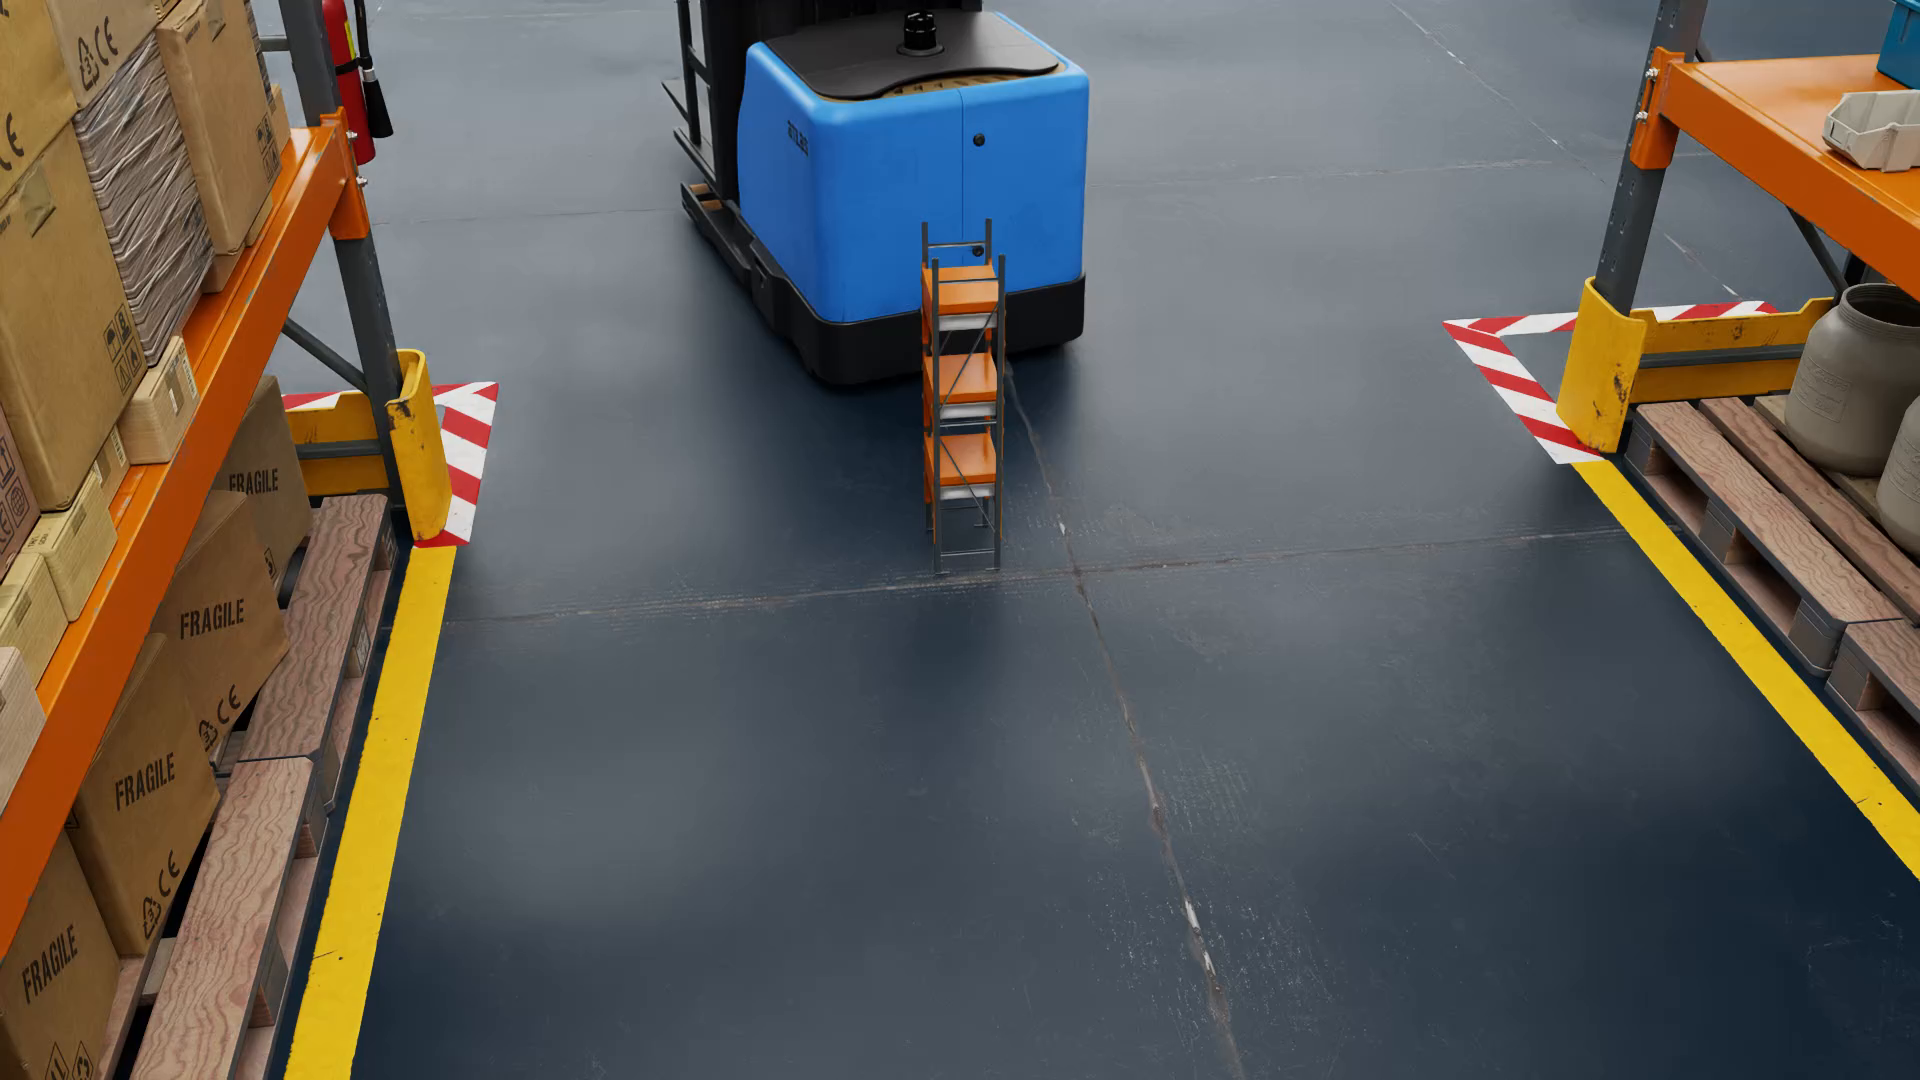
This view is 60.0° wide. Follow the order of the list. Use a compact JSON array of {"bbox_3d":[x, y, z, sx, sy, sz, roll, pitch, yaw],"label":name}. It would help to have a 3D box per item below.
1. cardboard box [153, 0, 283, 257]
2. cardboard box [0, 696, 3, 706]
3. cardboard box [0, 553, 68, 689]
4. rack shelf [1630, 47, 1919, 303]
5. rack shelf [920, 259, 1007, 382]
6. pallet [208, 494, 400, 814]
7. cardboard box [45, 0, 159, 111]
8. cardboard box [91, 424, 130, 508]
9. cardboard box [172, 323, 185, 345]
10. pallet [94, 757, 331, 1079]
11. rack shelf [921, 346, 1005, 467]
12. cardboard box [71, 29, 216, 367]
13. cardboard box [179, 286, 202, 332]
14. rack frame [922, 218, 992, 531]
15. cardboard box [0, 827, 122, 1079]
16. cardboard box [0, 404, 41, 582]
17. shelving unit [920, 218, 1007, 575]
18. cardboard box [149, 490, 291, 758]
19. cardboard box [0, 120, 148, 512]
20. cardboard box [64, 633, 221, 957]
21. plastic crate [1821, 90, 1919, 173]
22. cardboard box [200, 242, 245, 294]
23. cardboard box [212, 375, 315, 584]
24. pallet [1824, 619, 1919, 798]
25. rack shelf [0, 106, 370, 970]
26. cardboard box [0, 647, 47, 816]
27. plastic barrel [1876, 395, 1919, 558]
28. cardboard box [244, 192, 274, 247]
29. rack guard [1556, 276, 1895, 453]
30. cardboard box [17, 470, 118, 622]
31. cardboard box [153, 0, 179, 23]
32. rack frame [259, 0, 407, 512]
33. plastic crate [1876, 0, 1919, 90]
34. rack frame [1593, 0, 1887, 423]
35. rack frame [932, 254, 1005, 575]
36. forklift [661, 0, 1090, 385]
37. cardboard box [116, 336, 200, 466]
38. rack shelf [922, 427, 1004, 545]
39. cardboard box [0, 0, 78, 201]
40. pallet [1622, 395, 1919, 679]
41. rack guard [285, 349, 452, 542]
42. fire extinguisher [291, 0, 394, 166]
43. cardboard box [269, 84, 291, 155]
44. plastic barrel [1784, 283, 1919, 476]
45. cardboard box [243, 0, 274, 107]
[{"bbox_3d":[-2.017,-0.921,3.585,0.875,0.500,0.500,-4,35,-6],"label":"cardboard box"},{"bbox_3d":[-1.743,0.195,1.948,0.875,0.500,0.500,-4,35,-6],"label":"cardboard box"},{"bbox_3d":[-1.635,0.162,2.572,0.380,0.149,0.250,-4,35,-6],"label":"cardboard box"},{"bbox_3d":[2.927,-0.298,3.662,1.077,0.370,4.000,-4,35,-6],"label":"rack shelf"},{"bbox_3d":[0.007,-0.630,4.757,0.215,0.259,0.240,-4,35,-6],"label":"rack shelf"},{"bbox_3d":[-2.165,0.315,4.600,1.003,0.211,1.213,-4,35,-6],"label":"pallet"},{"bbox_3d":[-1.793,-1.067,2.912,0.500,0.500,0.500,-4,35,-6],"label":"cardboard box"},{"bbox_3d":[-1.736,-0.115,2.978,0.380,0.149,0.250,-4,35,-6],"label":"cardboard box"},{"bbox_3d":[-1.822,-0.392,3.385,0.380,0.149,0.250,-4,35,-6],"label":"cardboard box"},{"bbox_3d":[-2.004,0.994,3.604,1.003,0.211,1.213,-4,35,-6],"label":"pallet"},{"bbox_3d":[0.007,-0.395,4.916,0.215,0.259,0.240,-4,35,-6],"label":"rack shelf"},{"bbox_3d":[-1.992,-0.639,3.171,0.875,0.500,0.500,-4,35,-6],"label":"cardboard box"},{"bbox_3d":[-1.878,-0.530,3.587,0.380,0.149,0.250,-4,35,-6],"label":"cardboard box"},{"bbox_3d":[-0.009,-0.472,5.010,0.200,1.050,0.008,-4,35,-6],"label":"rack frame"},{"bbox_3d":[-1.972,0.870,3.157,0.500,0.500,0.500,-7,35,-11],"label":"cardboard box"},{"bbox_3d":[-1.910,-0.077,2.346,0.875,0.500,0.500,-4,35,-6],"label":"cardboard box"},{"bbox_3d":[0.007,-0.404,4.911,0.215,1.050,0.252,-4,35,-6],"label":"shelving unit"},{"bbox_3d":[-2.068,0.204,4.133,0.500,0.500,0.500,4,35,6],"label":"cardboard box"},{"bbox_3d":[-1.937,-0.359,2.760,0.875,0.500,0.500,-4,35,-6],"label":"cardboard box"},{"bbox_3d":[-2.002,0.555,3.619,0.500,0.500,0.500,-1,34,-2],"label":"cardboard box"},{"bbox_3d":[2.460,-1.078,4.403,0.298,0.136,0.250,-4,35,-6],"label":"plastic crate"},{"bbox_3d":[-1.871,-0.673,3.797,0.380,0.149,0.250,-4,35,-6],"label":"cardboard box"},{"bbox_3d":[-2.182,-0.127,4.619,0.500,0.500,0.500,2,34,2],"label":"cardboard box"},{"bbox_3d":[2.980,0.613,4.163,1.003,0.211,1.213,-4,35,-6],"label":"pallet"},{"bbox_3d":[-1.981,0.078,3.111,1.077,0.370,4.000,-4,35,-6],"label":"rack shelf"},{"bbox_3d":[-1.560,0.298,2.372,0.380,0.149,0.250,-4,35,-6],"label":"cardboard box"},{"bbox_3d":[2.890,-0.215,4.738,0.421,0.512,0.421,0,34,0],"label":"plastic barrel"},{"bbox_3d":[-1.889,-0.813,4.003,0.380,0.149,0.250,-4,35,-6],"label":"cardboard box"},{"bbox_3d":[2.715,-0.639,5.744,1.175,0.500,0.348,-4,35,-6],"label":"rack guard"},{"bbox_3d":[-1.657,0.021,2.778,0.380,0.149,0.250,-4,35,-6],"label":"cardboard box"},{"bbox_3d":[-1.858,-1.346,3.321,0.500,0.500,0.500,-4,35,-6],"label":"cardboard box"},{"bbox_3d":[-2.250,-1.336,4.547,1.000,3.000,0.127,-4,35,-6],"label":"rack frame"},{"bbox_3d":[3.022,-1.393,4.762,0.499,0.251,0.616,-4,35,-6],"label":"plastic crate"},{"bbox_3d":[2.658,-1.711,5.097,1.000,3.000,0.127,-4,35,-6],"label":"rack frame"},{"bbox_3d":[0.024,-0.336,4.811,0.200,1.050,0.008,-4,35,-6],"label":"rack frame"},{"bbox_3d":[-0.571,-2.587,6.443,1.130,2.935,3.031,-13,36,-19],"label":"forklift"},{"bbox_3d":[-1.701,-0.259,3.190,0.380,0.149,0.250,-4,35,-6],"label":"cardboard box"},{"bbox_3d":[0.007,-0.166,5.073,0.215,0.259,0.240,-4,35,-6],"label":"rack shelf"},{"bbox_3d":[-1.734,-0.788,2.501,0.500,0.500,0.500,-4,35,-6],"label":"cardboard box"},{"bbox_3d":[2.819,-0.066,5.159,1.003,0.211,1.213,-4,35,-6],"label":"pallet"},{"bbox_3d":[-2.239,-0.260,5.188,1.175,0.500,0.348,-4,35,-6],"label":"rack guard"},{"bbox_3d":[-1.808,-1.403,4.713,0.296,0.674,0.183,-4,35,-6],"label":"fire extinguisher"},{"bbox_3d":[-2.007,-1.089,4.407,0.380,0.149,0.250,-4,35,-6],"label":"cardboard box"},{"bbox_3d":[2.823,-0.495,5.149,0.421,0.512,0.421,0,34,0],"label":"plastic barrel"},{"bbox_3d":[-2.203,-1.191,3.981,0.875,0.500,0.500,-4,35,-6],"label":"cardboard box"}]
